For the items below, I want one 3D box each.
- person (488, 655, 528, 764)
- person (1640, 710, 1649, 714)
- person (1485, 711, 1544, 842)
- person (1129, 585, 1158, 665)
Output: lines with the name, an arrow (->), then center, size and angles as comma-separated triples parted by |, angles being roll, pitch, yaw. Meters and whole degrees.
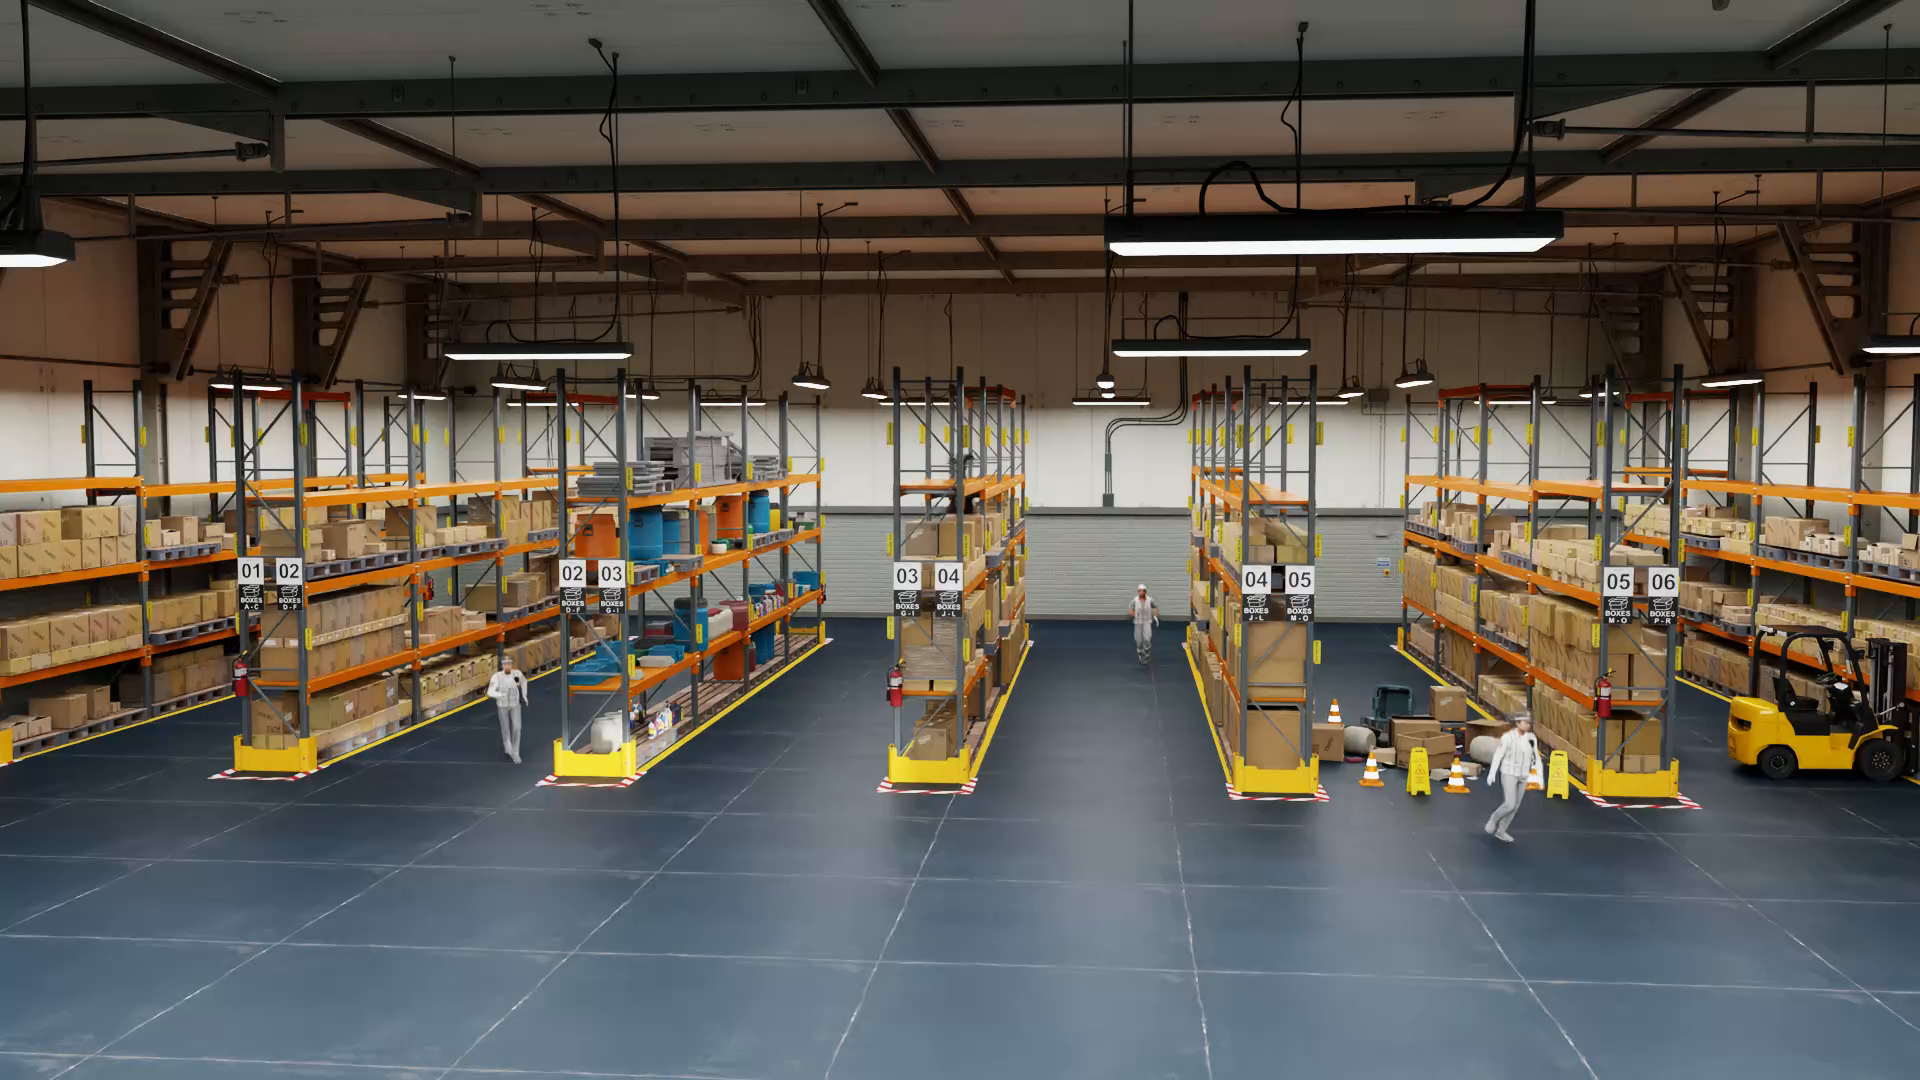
person -> -6.981, 2.585, 25.688 | 0.597, 1.678, 0.905 | -1, 4, -15
person -> 11.454, 2.433, 28.281 | 0.563, 1.636, 0.590 | 0, 4, -2
person -> 6.842, 2.906, 20.493 | 0.603, 1.651, 0.542 | -1, 4, -16
person -> 4.007, 1.853, 36.323 | 0.650, 1.766, 0.772 | 0, 4, 7
